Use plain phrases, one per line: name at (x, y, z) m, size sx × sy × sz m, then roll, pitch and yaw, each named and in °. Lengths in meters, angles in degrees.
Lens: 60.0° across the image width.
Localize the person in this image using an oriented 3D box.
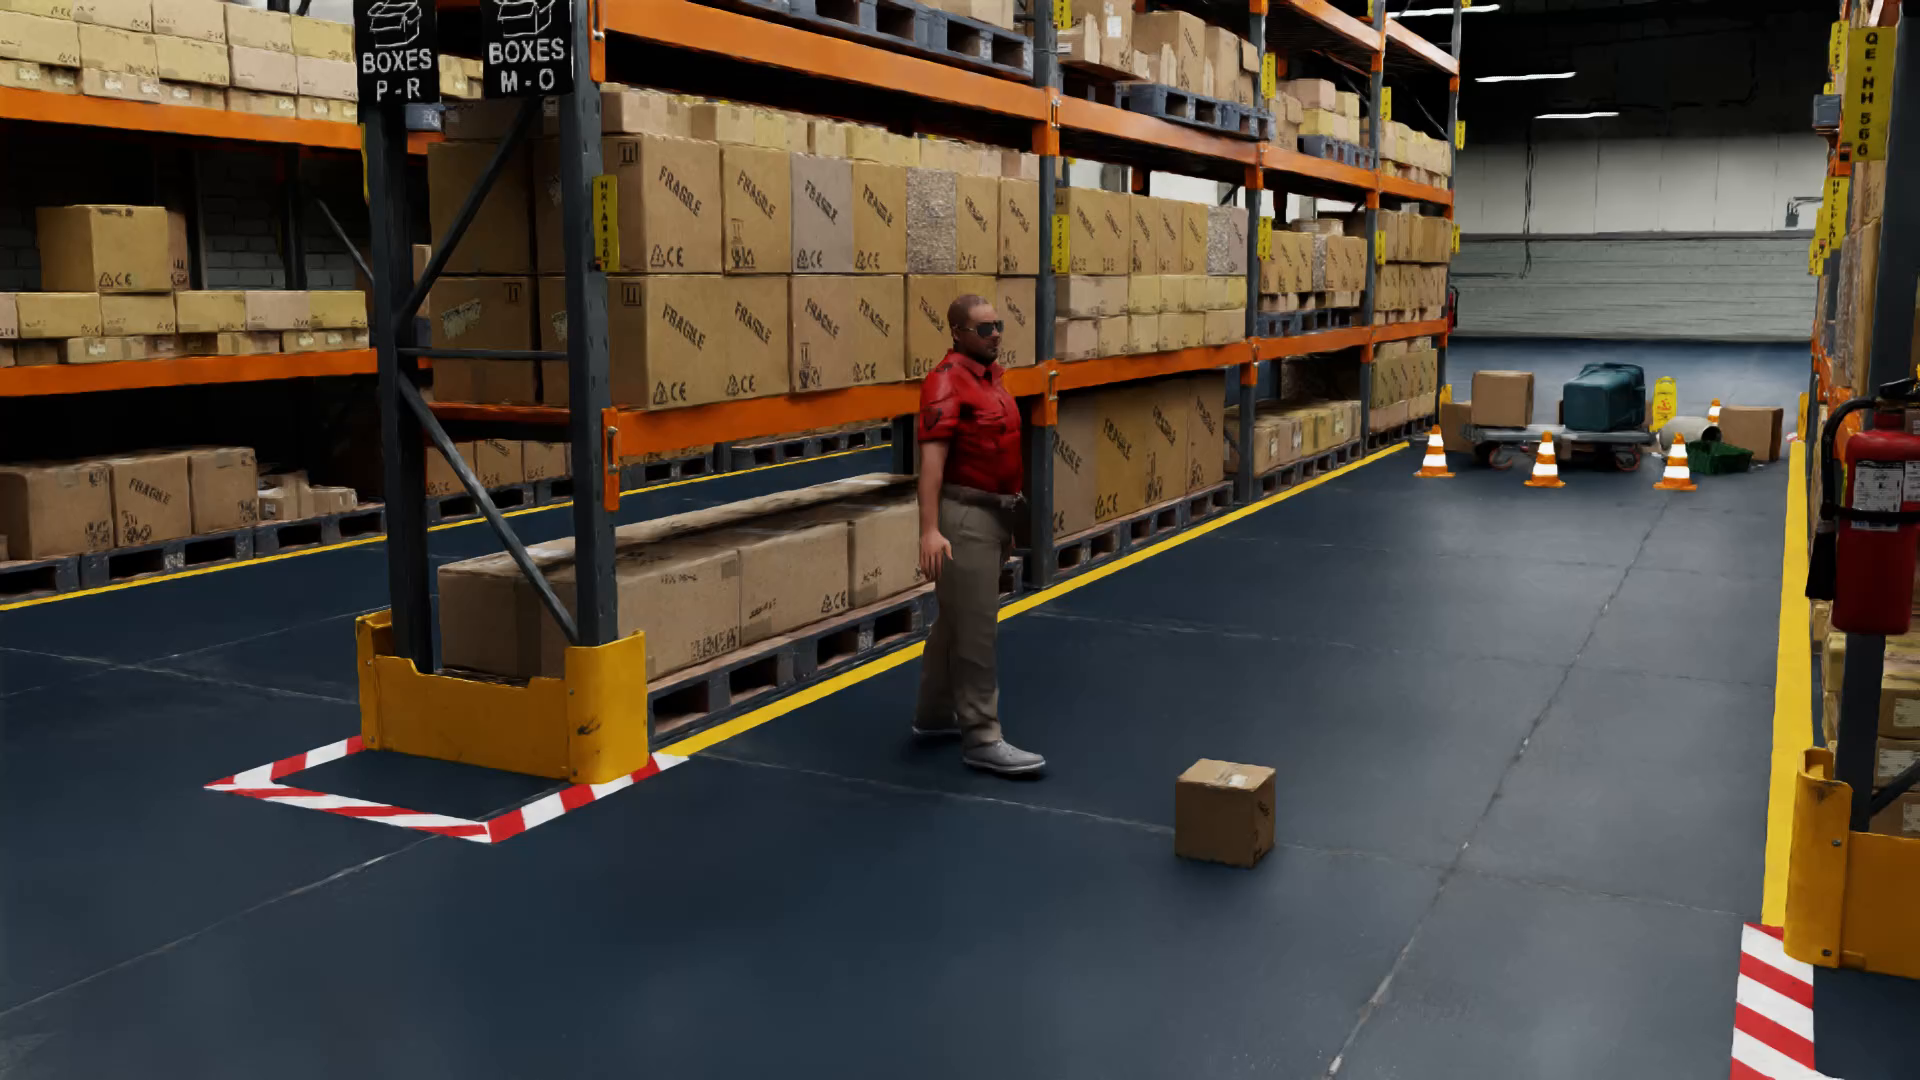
person at (0.058, -0.034, 6.096) m, size 0.631 × 1.710 × 0.756 m, roll 3°, pitch 10°, yaw 20°
